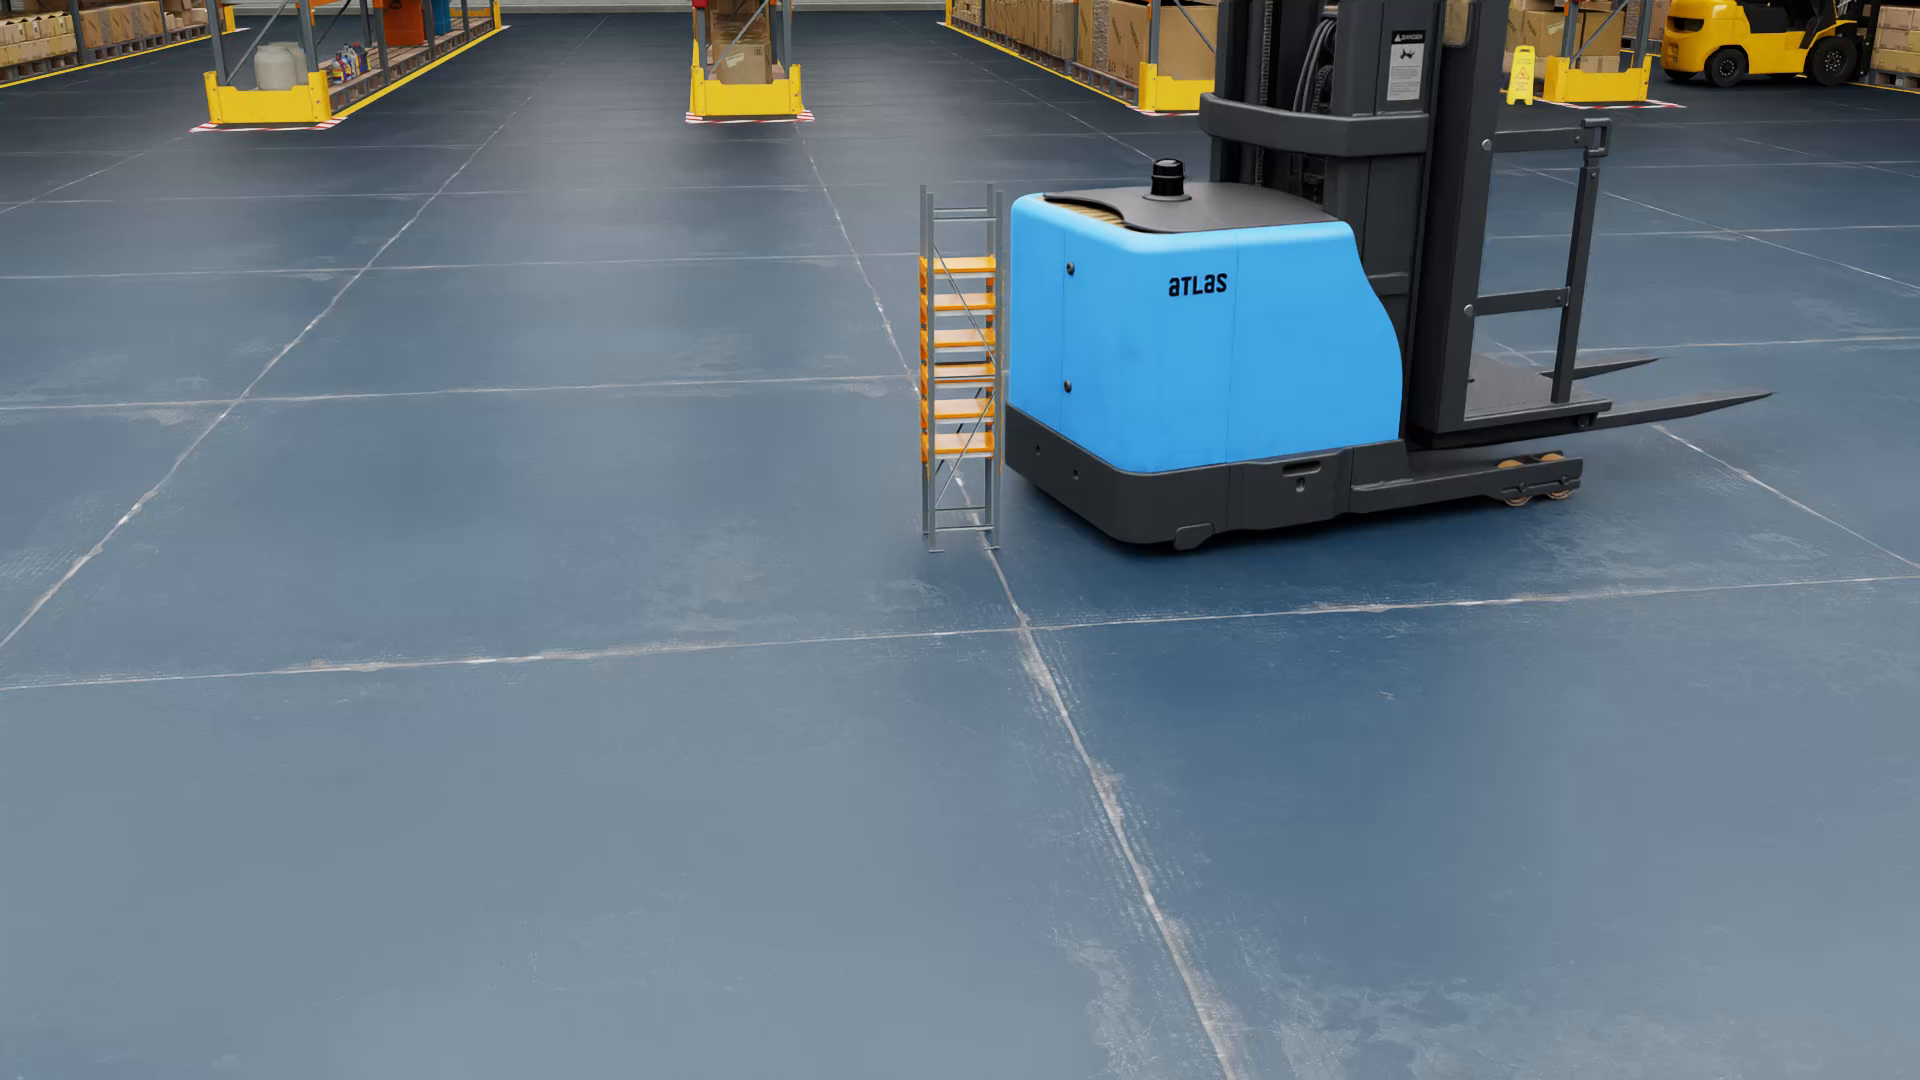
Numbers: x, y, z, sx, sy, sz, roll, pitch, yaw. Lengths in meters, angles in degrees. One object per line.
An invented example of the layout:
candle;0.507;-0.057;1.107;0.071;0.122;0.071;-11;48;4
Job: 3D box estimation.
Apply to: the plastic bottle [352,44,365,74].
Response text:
plastic bottle;-7.390;-5.892;20.362;0.144;0.351;0.185;-4;21;-10

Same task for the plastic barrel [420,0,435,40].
plastic barrel;-8.623;-8.213;26.266;0.600;0.588;0.708;-3;21;-8

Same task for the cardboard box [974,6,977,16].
cardboard box;0.463;-9.623;30.244;0.380;0.149;0.250;-4;21;-10

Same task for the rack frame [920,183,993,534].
rack frame;-0.011;-0.589;5.578;0.240;1.200;0.006;-3;21;-8

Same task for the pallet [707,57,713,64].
pallet;-3.009;-6.415;22.590;1.003;0.211;1.213;-3;21;-8

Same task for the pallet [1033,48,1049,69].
pallet;1.663;-7.047;24.283;1.003;0.211;1.213;-3;21;-8

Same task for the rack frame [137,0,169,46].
rack frame;-13.851;-9.723;27.462;1.000;3.000;0.127;-3;21;-8

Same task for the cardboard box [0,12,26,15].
cardboard box;-13.490;-7.313;23.538;0.500;0.311;0.500;-2;21;-6

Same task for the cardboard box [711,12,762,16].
cardboard box;-3.263;-7.449;24.318;0.700;0.500;0.500;-5;21;-12

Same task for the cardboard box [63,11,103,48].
cardboard box;-13.058;-7.545;24.575;0.500;0.500;0.500;-2;21;-5

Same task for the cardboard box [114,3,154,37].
cardboard box;-13.434;-8.430;26.944;0.500;0.500;0.500;-3;21;-8

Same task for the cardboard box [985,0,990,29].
cardboard box;0.719;-9.193;29.015;0.500;0.500;0.500;-2;21;-6

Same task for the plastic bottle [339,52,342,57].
plastic bottle;-7.442;-5.735;20.037;0.061;0.283;0.133;-3;21;-8

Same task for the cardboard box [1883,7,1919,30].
cardboard box;11.945;-6.515;20.774;0.500;0.250;0.500;-3;21;-7

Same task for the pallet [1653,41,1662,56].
pallet;11.499;-7.573;25.691;1.003;0.211;1.213;-3;21;-8

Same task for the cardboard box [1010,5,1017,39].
cardboard box;1.098;-8.292;26.603;0.500;0.500;0.500;-3;21;-8

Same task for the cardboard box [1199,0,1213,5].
cardboard box;5.376;-10.879;33.619;0.875;0.438;0.875;-4;21;-10

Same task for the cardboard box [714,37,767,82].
cardboard box;-2.512;-5.515;19.167;0.500;0.500;0.500;2;21;6

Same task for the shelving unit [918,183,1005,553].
shelving unit;0.002;-0.557;5.493;0.258;1.200;0.189;-3;21;-8

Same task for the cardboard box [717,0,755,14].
cardboard box;-3.259;-7.809;24.210;0.500;0.250;0.500;-1;20;-2

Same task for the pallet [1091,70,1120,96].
pallet;2.239;-5.670;20.595;1.003;0.211;1.213;-3;21;-8

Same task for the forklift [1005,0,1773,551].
forklift;1.735;-1.656;5.961;3.031;2.935;1.130;-8;22;-21

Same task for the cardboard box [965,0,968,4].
cardboard box;0.305;-10.134;31.187;0.380;0.149;0.250;-4;21;-10

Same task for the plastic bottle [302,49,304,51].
plastic bottle;-8.110;-5.889;20.460;0.152;0.276;0.135;-2;21;-6

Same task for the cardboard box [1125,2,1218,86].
cardboard box;2.441;-5.715;19.166;0.875;0.875;0.875;-3;21;-7

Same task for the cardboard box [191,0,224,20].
cardboard box;-14.106;-9.967;31.060;0.500;0.500;0.500;-3;21;-8

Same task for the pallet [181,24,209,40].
pallet;-14.129;-9.078;29.720;1.003;0.211;1.213;-3;21;-8

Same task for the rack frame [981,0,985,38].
rack frame;0.875;-10.437;29.372;1.000;3.000;0.127;-3;21;-8

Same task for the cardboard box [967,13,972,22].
cardboard box;0.332;-9.775;31.075;0.380;0.149;0.250;-3;21;-8

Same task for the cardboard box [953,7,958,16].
cardboard box;0.057;-10.485;32.977;0.380;0.149;0.250;-2;21;-7

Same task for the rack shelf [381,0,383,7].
rack shelf;-8.084;-7.557;22.691;1.077;0.370;4.000;-3;21;-8

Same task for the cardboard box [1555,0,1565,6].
cardboard box;10.739;-9.283;29.256;0.500;0.500;0.500;-4;21;-10

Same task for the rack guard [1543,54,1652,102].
rack guard;7.477;-5.422;19.518;1.175;0.500;0.348;-3;21;-8

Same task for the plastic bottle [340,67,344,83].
plastic bottle;-7.187;-5.391;19.235;0.097;0.201;0.097;0;20;0

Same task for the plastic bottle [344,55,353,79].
plastic bottle;-7.266;-5.612;19.725;0.097;0.271;0.097;0;20;0

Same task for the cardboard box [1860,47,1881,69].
cardboard box;11.894;-6.220;21.412;0.500;0.250;0.500;-3;21;-7

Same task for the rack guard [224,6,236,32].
rack guard;-14.417;-9.911;31.537;1.175;0.500;0.348;-3;21;-8

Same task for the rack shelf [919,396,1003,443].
rack shelf;0.002;-0.403;5.550;0.258;0.103;0.180;-3;21;-8

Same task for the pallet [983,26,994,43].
pallet;0.988;-8.861;29.139;1.003;0.211;1.213;-3;21;-8

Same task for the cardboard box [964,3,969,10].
cardboard box;0.288;-10.268;31.971;0.380;0.149;0.250;-4;21;-10

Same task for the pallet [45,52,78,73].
pallet;-13.195;-6.745;23.473;1.003;0.211;1.213;-3;21;-8

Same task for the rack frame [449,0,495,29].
rack frame;-9.526;-11.357;31.835;1.000;3.000;0.127;-3;21;-8

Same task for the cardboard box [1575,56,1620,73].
cardboard box;7.646;-5.768;20.203;0.500;0.250;0.500;-3;21;-8

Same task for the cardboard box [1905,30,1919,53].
cardboard box;12.020;-6.114;20.413;0.500;0.250;0.500;-3;21;-8

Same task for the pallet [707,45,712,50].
pallet;-3.360;-7.260;24.851;1.003;0.211;1.213;-3;21;-8

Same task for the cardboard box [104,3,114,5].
cardboard box;-13.935;-8.394;26.848;0.500;0.500;0.500;-3;21;-7

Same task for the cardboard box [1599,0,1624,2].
cardboard box;10.924;-9.076;27.774;0.380;0.149;0.250;-4;21;-10

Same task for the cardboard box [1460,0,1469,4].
cardboard box;6.764;-7.073;21.698;0.380;0.149;0.250;-2;21;-6

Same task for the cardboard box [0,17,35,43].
cardboard box;-12.734;-6.812;22.197;0.500;0.311;0.500;-2;21;-6

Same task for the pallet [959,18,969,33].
pallet;0.564;-9.784;31.611;1.003;0.211;1.213;-3;21;-8

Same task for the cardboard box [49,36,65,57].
cardboard box;-12.880;-6.899;23.229;0.500;0.250;0.500;-3;21;-8

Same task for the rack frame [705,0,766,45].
rack frame;-3.471;-8.837;25.088;1.000;3.000;0.127;-3;21;-8
